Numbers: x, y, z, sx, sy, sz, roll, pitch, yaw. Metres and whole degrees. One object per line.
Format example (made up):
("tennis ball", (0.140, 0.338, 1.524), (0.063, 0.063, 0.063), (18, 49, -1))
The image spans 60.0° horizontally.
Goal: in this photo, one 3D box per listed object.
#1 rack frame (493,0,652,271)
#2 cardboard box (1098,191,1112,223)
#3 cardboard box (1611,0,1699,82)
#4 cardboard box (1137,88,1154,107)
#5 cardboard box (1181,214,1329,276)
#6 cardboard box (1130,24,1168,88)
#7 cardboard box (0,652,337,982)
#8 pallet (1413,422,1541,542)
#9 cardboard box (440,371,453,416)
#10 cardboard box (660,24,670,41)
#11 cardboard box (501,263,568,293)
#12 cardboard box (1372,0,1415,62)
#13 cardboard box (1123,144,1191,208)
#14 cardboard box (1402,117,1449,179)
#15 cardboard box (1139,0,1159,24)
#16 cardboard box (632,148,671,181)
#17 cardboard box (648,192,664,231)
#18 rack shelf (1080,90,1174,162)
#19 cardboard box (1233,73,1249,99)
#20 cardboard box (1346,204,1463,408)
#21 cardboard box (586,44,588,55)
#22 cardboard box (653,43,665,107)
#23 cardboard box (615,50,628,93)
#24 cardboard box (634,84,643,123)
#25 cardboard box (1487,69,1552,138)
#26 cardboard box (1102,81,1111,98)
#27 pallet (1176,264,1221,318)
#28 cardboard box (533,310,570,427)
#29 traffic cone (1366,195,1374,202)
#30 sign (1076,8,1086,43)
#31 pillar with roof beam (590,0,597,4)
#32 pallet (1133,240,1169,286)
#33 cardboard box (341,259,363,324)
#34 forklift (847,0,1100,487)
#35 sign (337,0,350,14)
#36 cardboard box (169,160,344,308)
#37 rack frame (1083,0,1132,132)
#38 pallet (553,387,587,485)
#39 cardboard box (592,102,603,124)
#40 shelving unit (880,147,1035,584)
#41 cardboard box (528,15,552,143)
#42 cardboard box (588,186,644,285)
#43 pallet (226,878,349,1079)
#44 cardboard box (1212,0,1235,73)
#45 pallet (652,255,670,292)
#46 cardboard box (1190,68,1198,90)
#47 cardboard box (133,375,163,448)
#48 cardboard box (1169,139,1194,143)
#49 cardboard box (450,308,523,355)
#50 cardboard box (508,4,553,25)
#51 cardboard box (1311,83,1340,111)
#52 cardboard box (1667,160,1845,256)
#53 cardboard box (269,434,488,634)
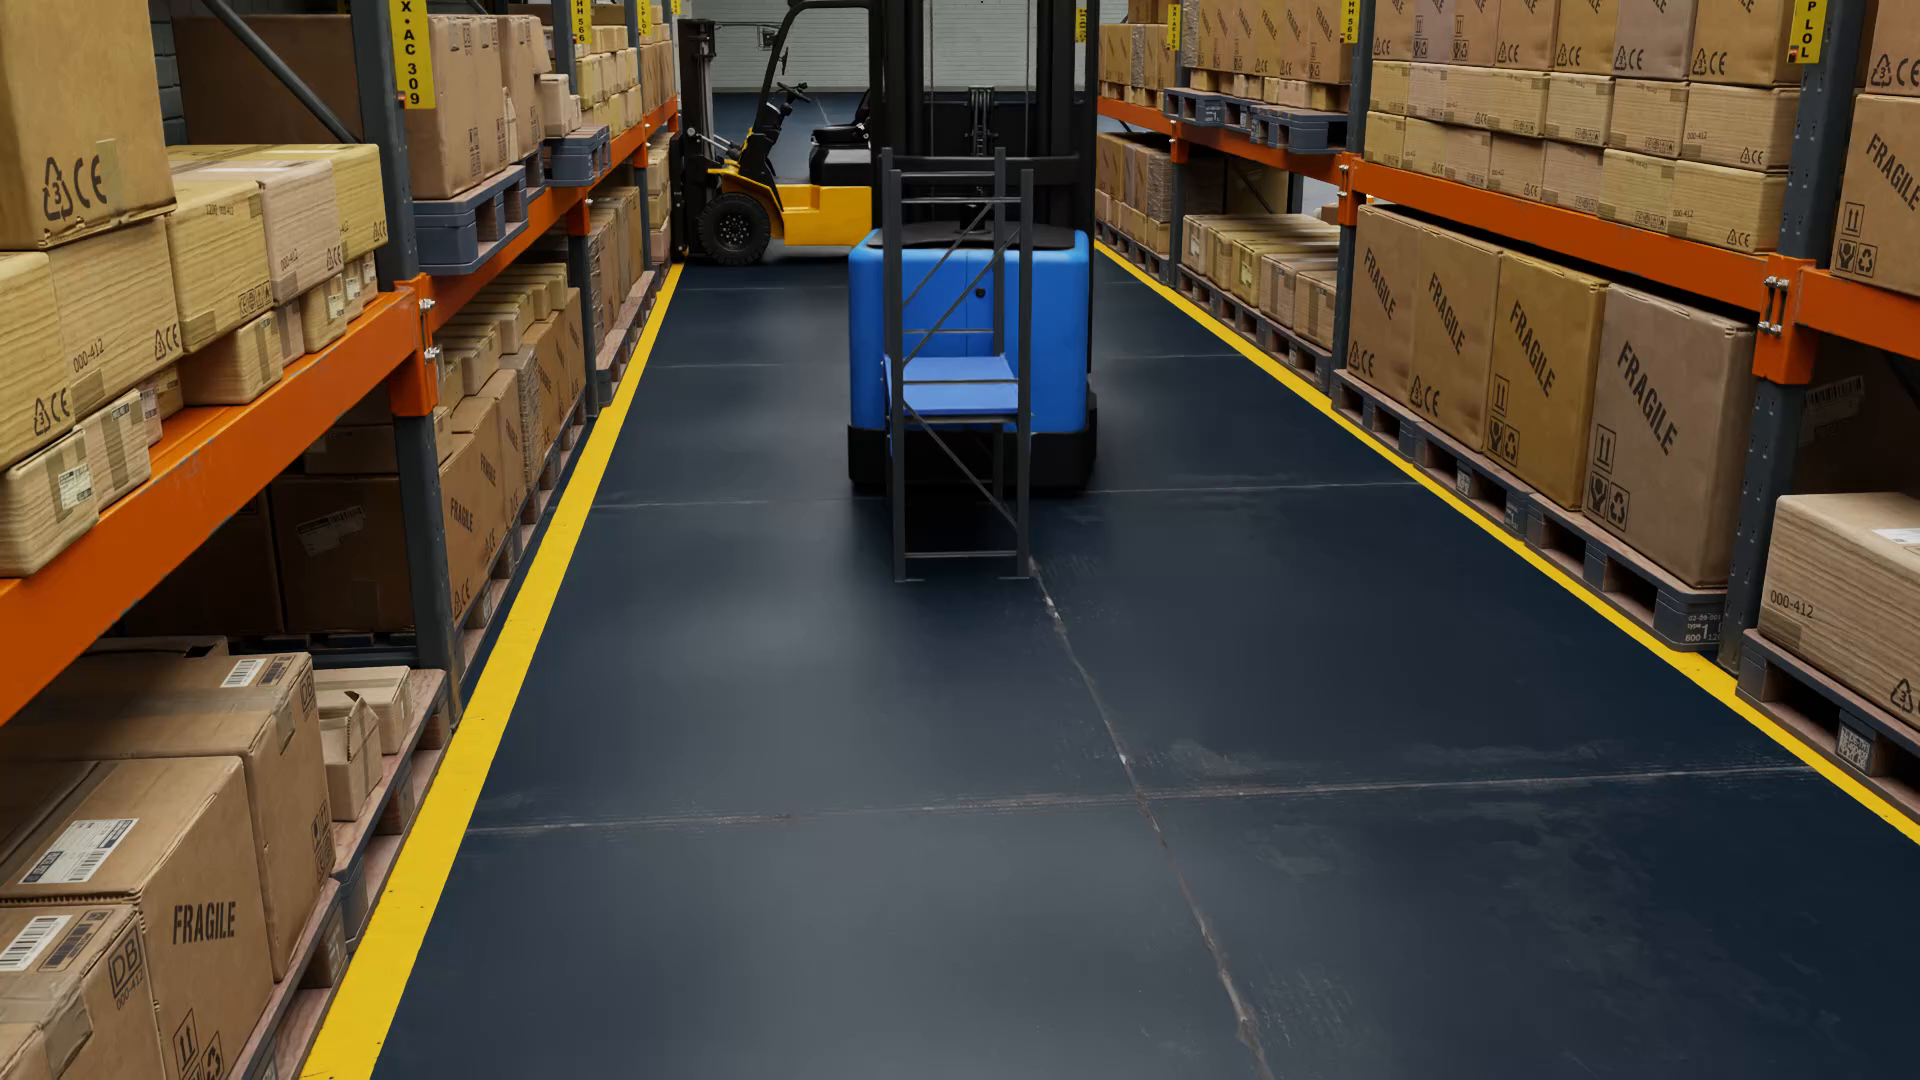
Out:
("rack frame", (-2.810, -3.253, 12.032), (1.000, 3.000, 0.127), (-2, 18, -6))
("cardboard box", (1.568, -3.087, 15.391), (0.500, 0.250, 0.500), (-1, 17, -4))
("cardboard box", (2.596, -1.828, 5.657), (0.500, 0.500, 0.500), (-1, 17, -5))
("cardboard box", (1.683, -3.677, 13.800), (0.380, 0.149, 0.250), (-2, 18, -6))
("cardboard box", (2.184, -2.198, 12.357), (0.950, 0.372, 0.625), (-2, 17, -5))
("cardboard box", (1.716, -4.030, 13.841), (0.500, 0.500, 0.500), (-1, 17, -4))
("cardboard box", (-1.697, 0.564, 3.345), (0.700, 0.500, 0.500), (-2, 18, -8))
("pallet", (2.669, -0.286, 7.235), (1.003, 0.211, 1.213), (-2, 18, -6))
("cardboard box", (-1.900, -0.458, 5.518), (0.380, 0.149, 0.250), (-3, 18, -9))
("cardboard box", (-2.852, -4.632, 15.175), (0.380, 0.149, 0.250), (-1, 17, -5))
("cardboard box", (-2.094, -1.239, 8.006), (0.380, 0.149, 0.250), (-3, 18, -8))
("cardboard box", (2.347, -2.586, 8.071), (0.500, 0.500, 0.500), (-2, 18, -7))
("cardboard box", (1.691, -3.125, 14.262), (0.500, 0.500, 0.500), (-1, 17, -3))
("cardboard box", (2.410, -1.838, 7.776), (0.500, 0.250, 0.500), (-2, 18, -7))
("cardboard box", (2.029, -4.970, 15.166), (0.700, 0.500, 0.500), (-2, 18, -5))
("cardboard box", (-2.653, -3.073, 13.678), (0.500, 0.250, 0.500), (-1, 17, -4))
("cardboard box", (-2.553, -2.534, 12.795), (0.500, 0.250, 0.500), (-2, 18, -6))
("rack shelf", (1.921, -3.660, 14.530), (1.077, 0.370, 4.000), (-2, 18, -6))
("cardboard box", (1.977, -2.925, 10.703), (0.380, 0.149, 0.250), (-1, 17, -4))
("cardboard box", (2.528, -1.194, 8.319), (0.875, 0.875, 0.875), (-2, 18, -6))
("cardboard box", (-2.218, -2.678, 8.950), (0.380, 0.149, 0.250), (-1, 17, -4))
("cardboard box", (-2.750, -3.897, 13.916), (0.500, 0.500, 0.500), (-2, 18, -5))
("cardboard box", (-2.398, -2.976, 10.565), (0.500, 0.250, 0.500), (-1, 17, -5))
("cardboard box", (-2.498, -3.040, 11.602), (0.500, 0.250, 0.500), (-1, 17, -4))
("cardboard box", (2.477, -1.770, 6.723), (0.500, 0.250, 0.500), (-1, 17, -5))
("cardboard box", (1.511, -4.139, 15.271), (0.380, 0.149, 0.250), (-2, 17, -5))
("pallet", (2.209, -1.845, 12.203), (1.003, 0.211, 1.213), (-2, 18, -6))
("cardboard box", (-2.099, -0.801, 7.691), (0.500, 0.500, 0.500), (-2, 18, -6))
("traffic cone", (4.111, -3.436, 16.851), (0.336, 0.463, 0.334), (-2, 18, -6))
("sign", (1.175, -4.996, 16.137), (0.100, 0.325, 0.005), (-2, 18, -6))
("pillar with roof beam", (-0.384, -8.993, 20.297), (9.100, 9.000, 0.400), (-2, 18, -6))
("pallet", (2.023, -2.276, 13.575), (1.003, 0.211, 1.213), (-2, 18, -6))
("cardboard box", (-1.652, -0.586, 3.955), (0.380, 0.149, 0.250), (-1, 17, -4))
("forklift", (0.130, -2.020, 8.218), (1.130, 2.935, 3.031), (1, 17, 4))
("sign", (-2.949, -2.596, 8.005), (0.100, 0.325, 0.005), (-2, 18, -6))
("cardboard box", (-1.623, -0.647, 3.484), (0.500, 0.250, 0.500), (-2, 18, -5))
("rack frame", (1.715, -4.599, 16.320), (1.000, 3.000, 0.127), (-2, 18, -6))
("pallet", (-2.358, -0.507, 7.941), (1.003, 0.211, 1.213), (-2, 18, -6))
("cardboard box", (-2.247, -2.280, 9.181), (0.500, 0.250, 0.500), (-2, 18, -7))
("shelving unit", (-0.031, -0.715, 6.451), (0.538, 1.500, 1.048), (-1, 17, -4))
("cardboard box", (-2.045, -1.831, 6.627), (0.797, 0.503, 0.637), (-2, 18, -7))
("cardboard box", (-2.745, -2.166, 11.831), (0.875, 0.625, 0.625), (-1, 17, -3))
("pallet", (-1.786, 1.030, 3.045), (1.003, 0.211, 1.213), (-2, 18, -6))
("cardboard box", (1.980, -3.352, 10.982), (0.500, 0.500, 0.500), (-2, 18, -6))
("pallet", (-2.850, -2.161, 13.208), (1.003, 0.211, 1.213), (-2, 18, -6))
("cardboard box", (1.870, -3.314, 11.943), (0.380, 0.149, 0.250), (-2, 17, -5))
("cardboard box", (-1.559, -0.202, 2.734), (0.380, 0.149, 0.250), (-2, 18, -6))
("cardboard box", (2.159, -3.309, 14.847), (0.500, 0.500, 0.500), (-2, 18, -7))
("cardboard box", (-1.985, -0.844, 6.745), (0.380, 0.149, 0.250), (-3, 18, -8))
("cardboard box", (-3.143, -3.838, 12.148), (0.380, 0.149, 0.250), (-2, 18, -6))
("cardboard box", (2.172, -2.465, 9.238), (0.380, 0.149, 0.250), (-2, 17, -5))
("cardboard box", (2.655, -1.079, 5.355), (0.500, 0.250, 0.500), (-2, 18, -7))
("cardboard box", (-1.811, -0.029, 5.233), (0.500, 0.500, 0.500), (-1, 17, -3))
